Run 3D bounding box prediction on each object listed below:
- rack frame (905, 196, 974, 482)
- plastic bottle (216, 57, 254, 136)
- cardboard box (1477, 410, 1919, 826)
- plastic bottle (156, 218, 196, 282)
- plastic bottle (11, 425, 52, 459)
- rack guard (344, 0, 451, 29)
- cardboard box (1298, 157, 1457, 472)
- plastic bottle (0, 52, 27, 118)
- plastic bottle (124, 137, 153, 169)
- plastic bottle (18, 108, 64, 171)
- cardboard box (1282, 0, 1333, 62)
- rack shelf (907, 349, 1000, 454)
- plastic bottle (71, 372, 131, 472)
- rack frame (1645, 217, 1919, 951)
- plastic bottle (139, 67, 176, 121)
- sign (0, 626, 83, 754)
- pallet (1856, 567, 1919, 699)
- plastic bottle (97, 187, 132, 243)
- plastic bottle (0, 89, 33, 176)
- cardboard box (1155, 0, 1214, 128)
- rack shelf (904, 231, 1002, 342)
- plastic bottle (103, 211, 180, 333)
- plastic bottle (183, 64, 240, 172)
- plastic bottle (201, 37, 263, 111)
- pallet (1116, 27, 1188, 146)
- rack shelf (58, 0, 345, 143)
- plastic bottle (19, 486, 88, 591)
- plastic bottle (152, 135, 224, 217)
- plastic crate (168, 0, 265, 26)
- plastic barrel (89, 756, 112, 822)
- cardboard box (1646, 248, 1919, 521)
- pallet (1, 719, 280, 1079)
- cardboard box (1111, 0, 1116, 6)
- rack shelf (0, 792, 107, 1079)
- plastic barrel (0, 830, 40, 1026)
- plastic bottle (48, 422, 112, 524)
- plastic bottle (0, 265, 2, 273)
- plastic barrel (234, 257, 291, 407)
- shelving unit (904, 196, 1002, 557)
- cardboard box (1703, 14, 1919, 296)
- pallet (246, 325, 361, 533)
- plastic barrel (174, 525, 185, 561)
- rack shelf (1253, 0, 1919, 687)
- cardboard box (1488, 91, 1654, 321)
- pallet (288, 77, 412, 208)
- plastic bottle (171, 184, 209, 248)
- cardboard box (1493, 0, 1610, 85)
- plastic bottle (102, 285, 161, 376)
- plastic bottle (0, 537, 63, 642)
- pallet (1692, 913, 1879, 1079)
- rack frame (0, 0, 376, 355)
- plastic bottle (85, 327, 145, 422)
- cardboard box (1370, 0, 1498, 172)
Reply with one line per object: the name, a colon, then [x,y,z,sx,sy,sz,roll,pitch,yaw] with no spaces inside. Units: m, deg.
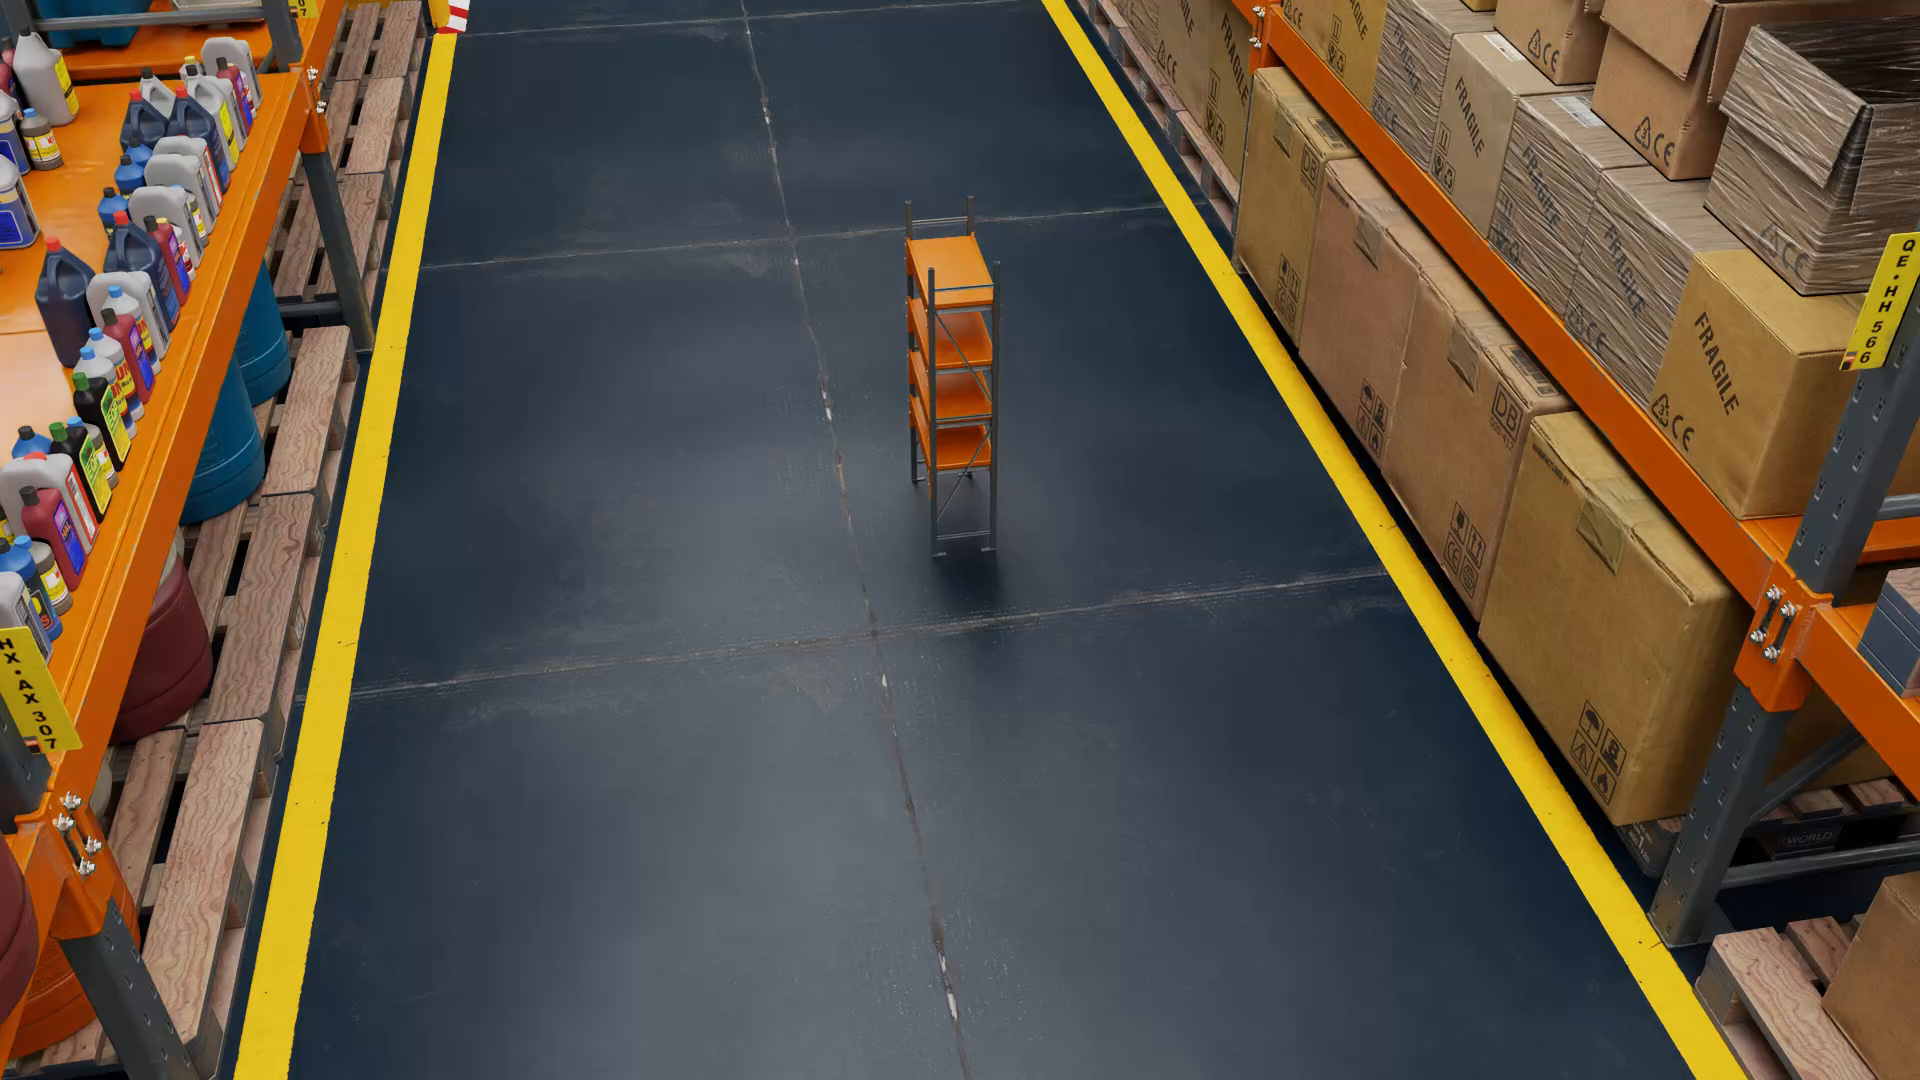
rack frame: [-0.072,-0.721,6.200,0.240,1.200,0.015,-6,38,-8]
plastic bottle: [-2.607,-1.603,5.964,0.061,0.283,0.133,-6,38,-8]
cardboard box: [2.397,0.150,5.002,1.225,0.875,0.875,-8,39,-10]
plastic bottle: [-2.429,-0.892,5.115,0.097,0.201,0.097,0,38,0]
plastic bottle: [-2.271,-0.163,4.120,0.097,0.271,0.097,0,38,0]
rack guard: [-3.798,-3.430,10.257,1.175,0.500,0.348,-6,38,-8]
cardboard box: [2.086,-0.923,6.383,1.225,0.875,0.875,-7,38,-10]
plastic bottle: [-3.412,-1.594,5.951,0.061,0.283,0.133,-6,38,-8]
plastic bottle: [-2.660,-1.184,5.433,0.097,0.271,0.097,0,38,0]
plastic bottle: [-3.190,-1.392,5.759,0.097,0.201,0.097,0,38,0]
cardboard box: [1.631,-2.255,6.626,0.500,0.500,0.500,-6,38,-8]
rack shelf: [-0.029,-0.521,6.052,0.258,0.148,0.480,-6,38,-8]
plastic bottle: [-2.236,-0.326,4.320,0.061,0.283,0.133,-6,38,-8]
rack frame: [2.498,-0.104,3.939,1.000,3.000,0.127,-6,38,-8]
plastic bottle: [-2.739,-1.433,5.689,0.144,0.351,0.185,-6,38,-8]
sign: [-1.838,0.300,3.285,0.100,0.325,0.005,-6,38,-8]
pallet: [2.727,0.390,3.459,1.213,0.211,1.003,-6,38,-8]
plastic bottle: [-2.595,-0.962,5.149,0.097,0.271,0.097,0,38,0]
plastic bottle: [-3.310,-1.397,5.704,0.152,0.276,0.135,-6,38,-8]
cardboard box: [1.602,-2.798,8.796,0.875,0.875,0.875,-6,38,-8]
rack shelf: [-0.029,-0.884,5.770,0.258,0.148,0.480,-6,38,-8]
plastic bottle: [-2.403,-0.783,4.853,0.144,0.351,0.185,-6,38,-8]
plastic bottle: [-2.597,-1.448,5.709,0.144,0.351,0.185,-6,38,-8]
plastic bottle: [-2.693,-1.735,6.140,0.152,0.276,0.135,-6,38,-8]
pallet: [1.523,-2.625,9.457,1.003,0.211,1.213,-6,38,-8]
rack shelf: [-3.431,-2.912,8.139,1.077,0.370,4.000,-6,38,-8]
plastic bottle: [-2.149,-0.025,3.932,0.061,0.283,0.133,-6,38,-8]
plastic bottle: [-2.540,-1.210,5.464,0.152,0.276,0.135,-6,38,-8]
plastic crate: [-3.021,-2.204,6.808,0.396,0.136,0.243,-6,38,-8]
plastic barrel: [-2.668,0.620,4.693,0.421,0.512,0.421,0,38,0]
cardboard box: [2.167,-0.415,4.258,0.500,0.500,0.500,-5,38,-7]
pallet: [-2.558,1.058,4.716,1.003,0.211,1.213,-6,38,-8]
cardboard box: [1.286,-3.885,10.196,0.875,0.875,0.875,-6,38,-8]
rack shelf: [-2.028,1.920,1.919,1.077,0.370,4.000,-6,38,-8]
plastic barrel: [-1.999,0.622,2.893,0.600,0.536,0.708,-6,38,-8]
plastic bottle: [-2.196,-0.187,4.141,0.061,0.283,0.133,-6,38,-8]
plastic bottle: [-3.051,-0.914,5.143,0.097,0.201,0.097,0,38,0]
plastic barrel: [-3.001,-0.994,6.453,0.600,0.901,0.708,-6,38,-8]
shelving unit: [-0.029,-0.574,6.011,0.258,1.200,0.503,-6,38,-8]
cardboard box: [2.385,-0.983,4.172,0.797,0.503,0.637,-5,38,-6]
pallet: [-2.986,-0.416,6.613,1.003,0.211,1.213,-6,38,-8]
plastic barrel: [-2.866,-0.062,5.571,0.421,0.512,0.421,0,38,0]
rack shelf: [2.147,-1.028,5.715,1.077,0.370,4.000,-6,38,-8]
cardboard box: [1.991,-1.030,5.050,0.500,0.500,0.500,-7,38,-9]
pallet: [-3.464,-2.065,8.736,1.003,0.211,1.213,-6,38,-8]
plastic bottle: [-2.469,-1.032,5.296,0.097,0.201,0.097,0,38,0]
cardboard box: [2.150,-1.782,5.199,0.797,0.503,0.637,-5,38,-6]
plastic bottle: [-2.332,-0.588,4.666,0.097,0.271,0.097,0,38,0]
plastic bottle: [-2.130,0.110,3.768,0.097,0.271,0.097,0,38,0]
pallet: [2.633,1.469,4.187,1.003,0.211,1.213,-6,38,-8]
rack frame: [-3.080,-1.988,6.363,1.000,3.000,0.127,-6,38,-8]
plastic bottle: [-2.292,-0.448,4.487,0.097,0.271,0.097,0,38,0]
cardboard box: [1.807,-1.649,5.846,0.500,0.500,0.500,-7,38,-9]
